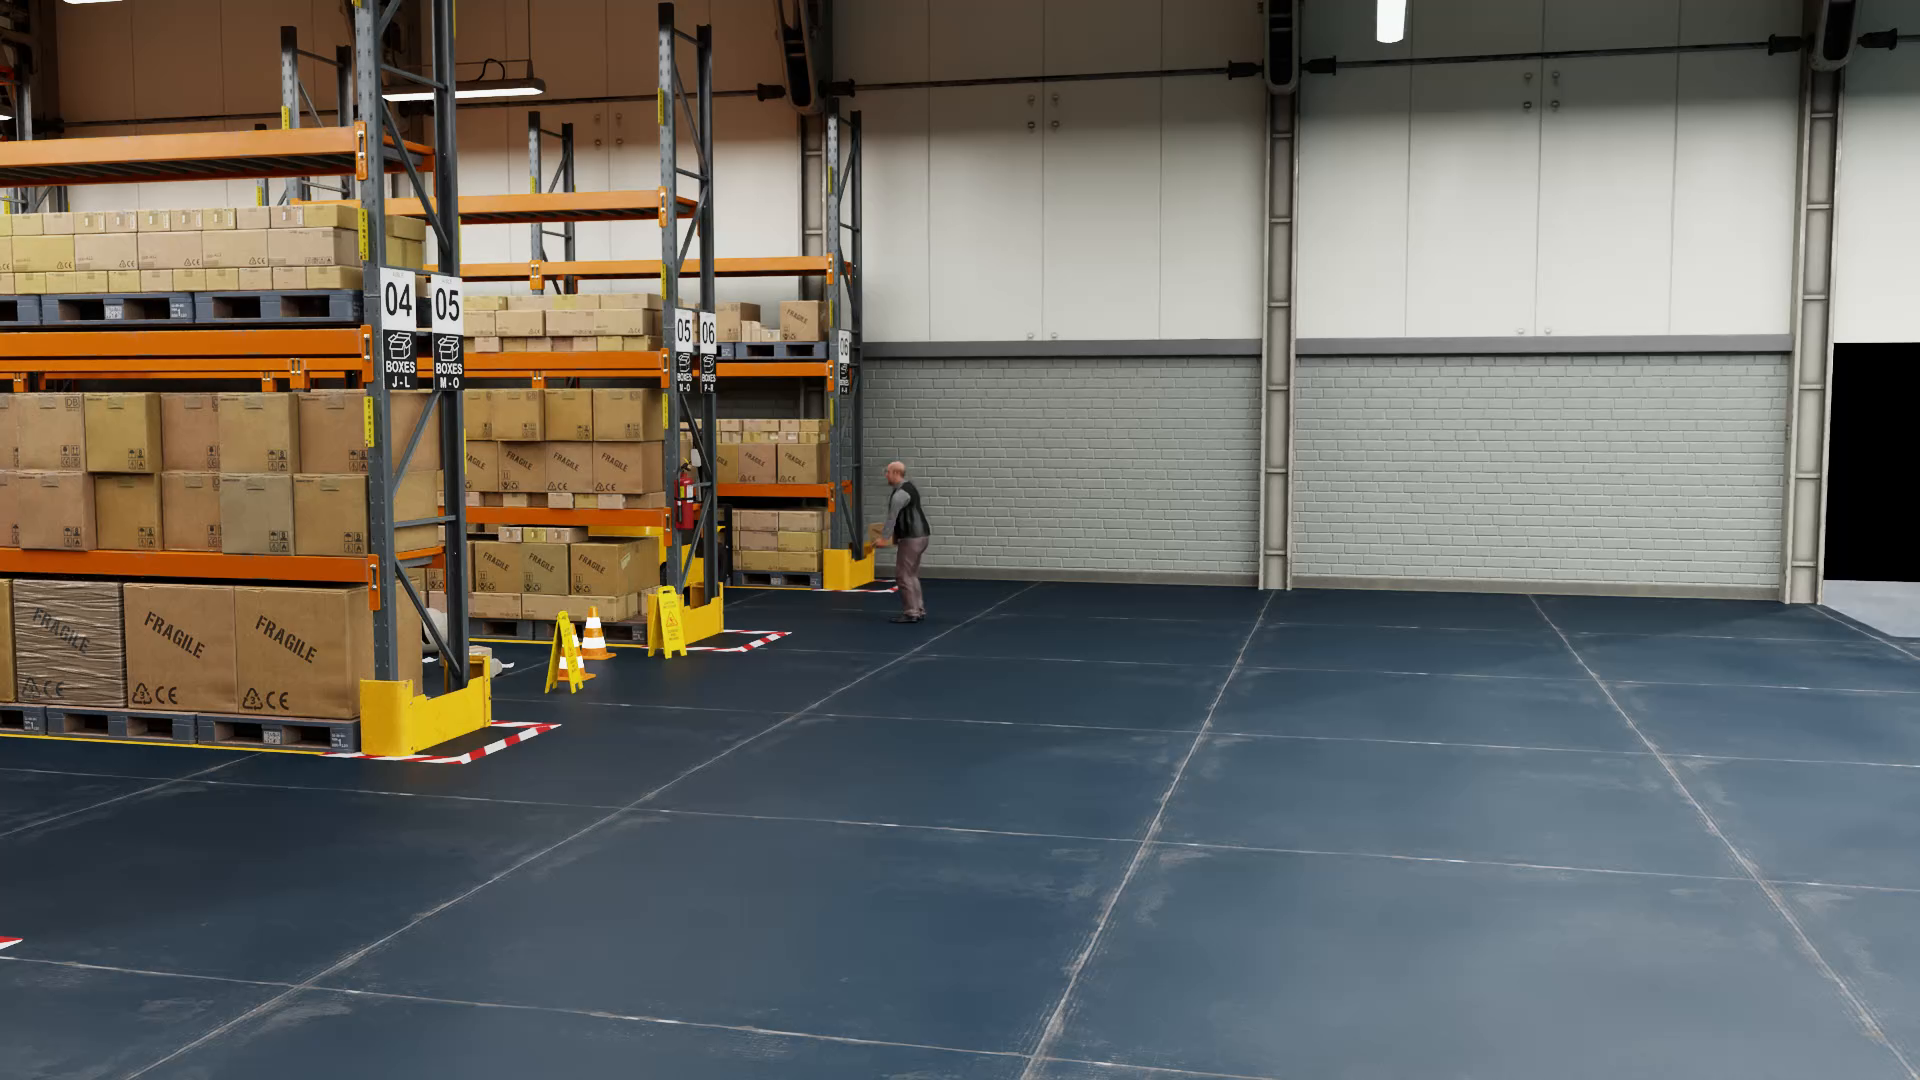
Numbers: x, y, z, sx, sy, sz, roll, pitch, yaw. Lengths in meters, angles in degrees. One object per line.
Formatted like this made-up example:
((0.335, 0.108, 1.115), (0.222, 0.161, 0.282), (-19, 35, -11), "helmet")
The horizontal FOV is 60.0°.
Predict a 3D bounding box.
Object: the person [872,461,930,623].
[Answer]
((-0.614, 0.016, 17.625), (0.582, 1.703, 0.445), (1, 5, 13), "person")
